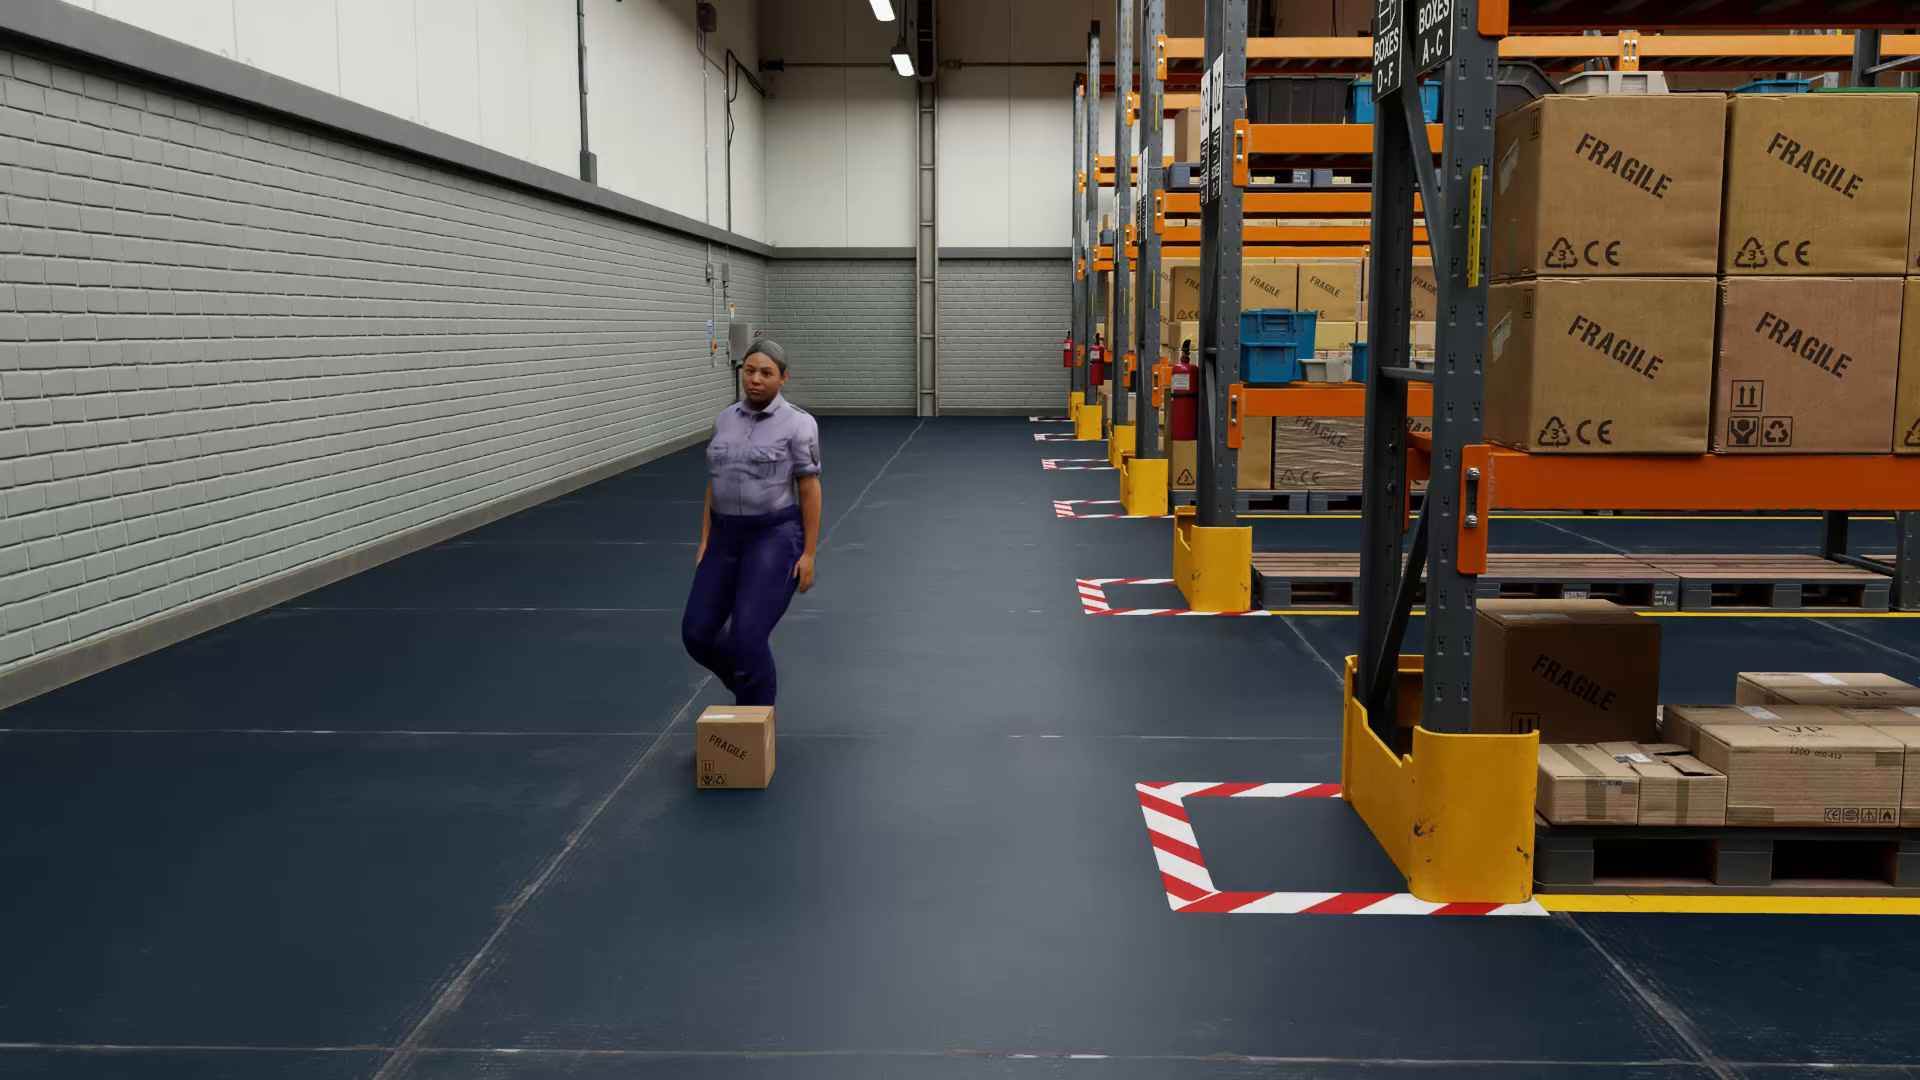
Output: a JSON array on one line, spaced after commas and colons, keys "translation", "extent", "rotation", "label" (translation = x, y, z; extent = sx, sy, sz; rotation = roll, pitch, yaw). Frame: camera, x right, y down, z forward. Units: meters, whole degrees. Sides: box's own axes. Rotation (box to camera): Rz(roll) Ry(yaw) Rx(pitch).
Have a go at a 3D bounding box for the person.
[{"translation": [-0.805, 0.036, 6.484], "extent": [0.487, 1.622, 0.550], "rotation": [4, 8, 26], "label": "person"}]
